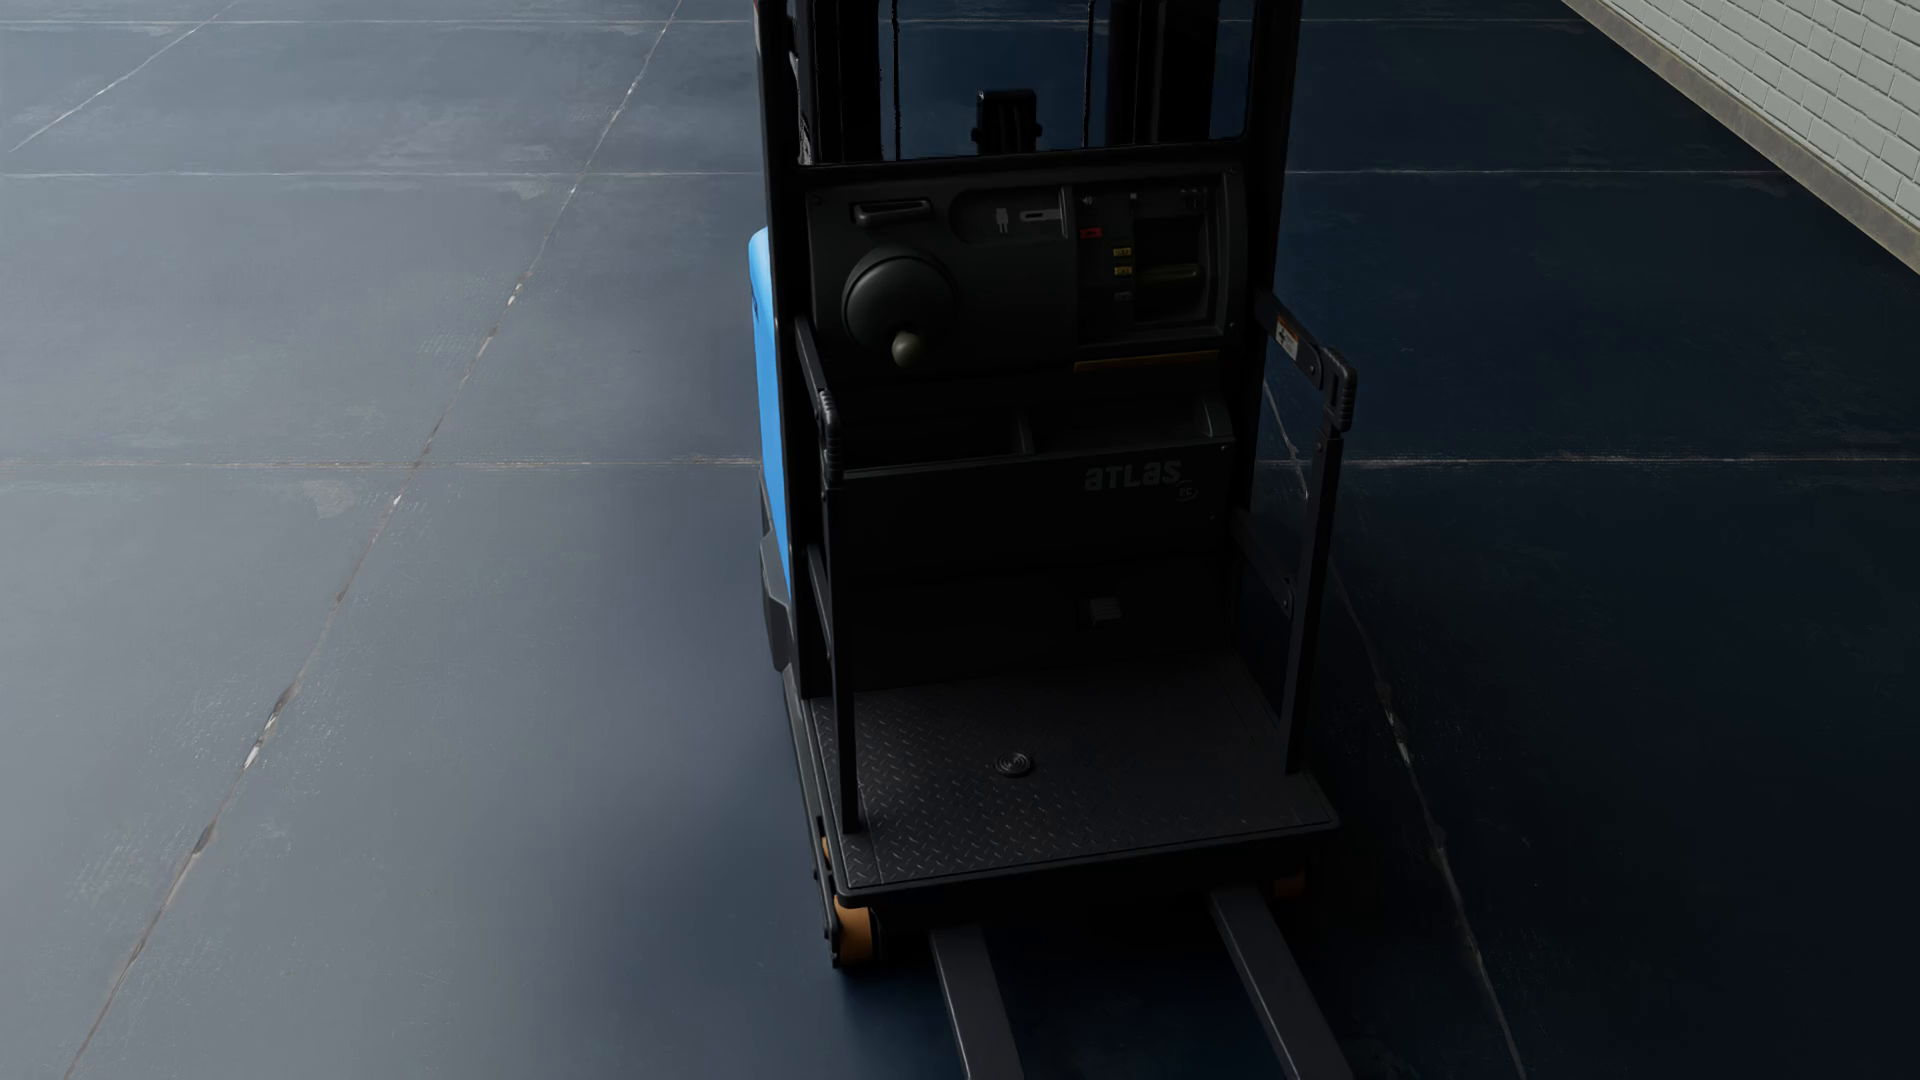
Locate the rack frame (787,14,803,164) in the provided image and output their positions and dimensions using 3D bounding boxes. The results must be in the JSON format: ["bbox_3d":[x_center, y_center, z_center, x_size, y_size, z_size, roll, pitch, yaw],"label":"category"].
[{"bbox_3d":[-0.463,-0.786,5.099,0.032,1.500,0.500,-5,31,-8],"label":"rack frame"}]

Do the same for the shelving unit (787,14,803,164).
[{"bbox_3d":[0.039,-0.828,5.169,1.048,1.500,0.538,-5,31,-8],"label":"shelving unit"}]

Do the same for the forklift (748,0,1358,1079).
[{"bbox_3d":[0.194,-0.521,3.284,1.130,2.935,3.031,-6,32,-10],"label":"forklift"}]
